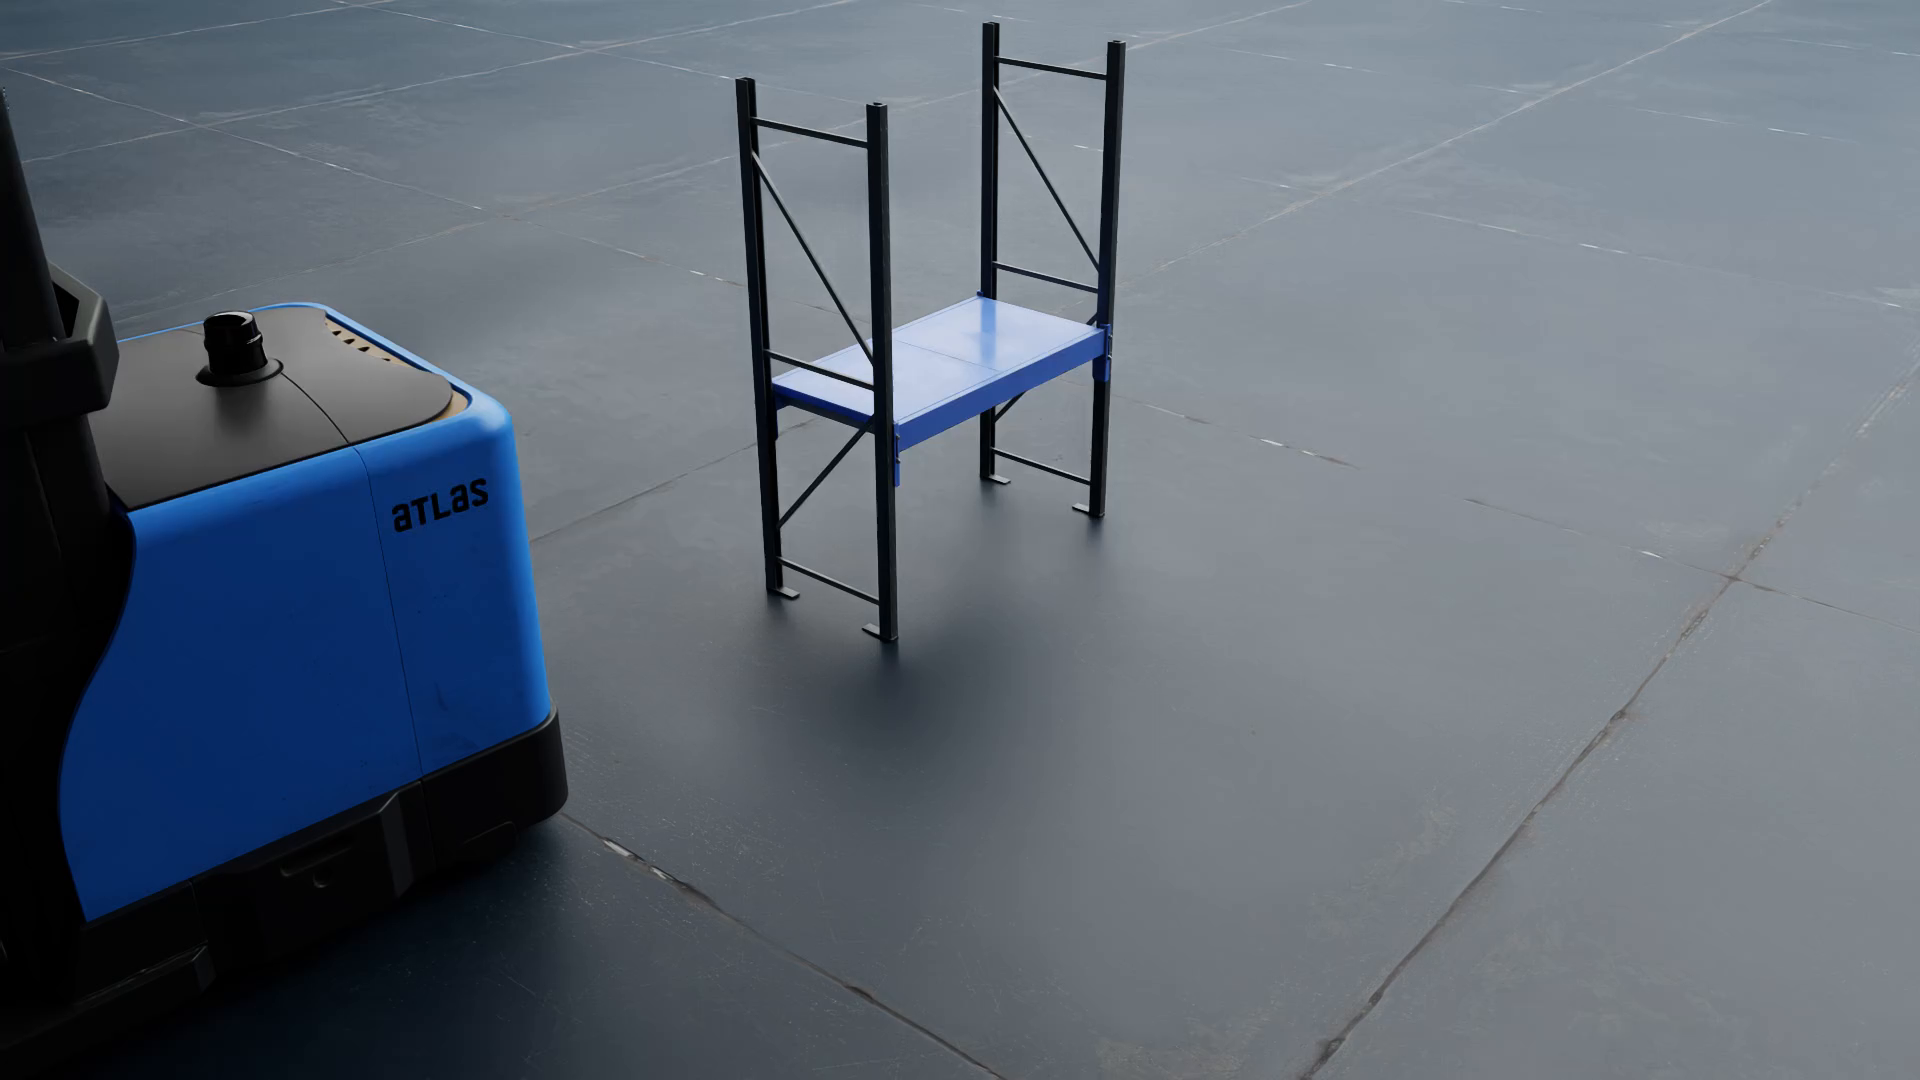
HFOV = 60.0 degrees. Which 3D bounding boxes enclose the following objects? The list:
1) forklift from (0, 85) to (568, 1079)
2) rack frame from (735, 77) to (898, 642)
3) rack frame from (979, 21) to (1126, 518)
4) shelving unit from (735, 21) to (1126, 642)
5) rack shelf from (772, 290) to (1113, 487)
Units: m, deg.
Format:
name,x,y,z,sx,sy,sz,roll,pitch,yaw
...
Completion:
name,x,y,z,sx,sy,sz,roll,pitch,yaw
forklift,-2.342,-0.324,2.687,3.031,2.935,1.130,-23,35,-38
rack frame,-0.378,-0.456,4.499,0.500,1.500,0.032,21,34,34
rack frame,0.269,-0.816,5.195,0.500,1.500,0.032,21,34,34
shelving unit,-0.054,-0.636,4.847,0.538,1.500,1.048,21,34,34
rack shelf,-0.054,-0.476,4.930,0.538,0.185,1.000,21,34,34
